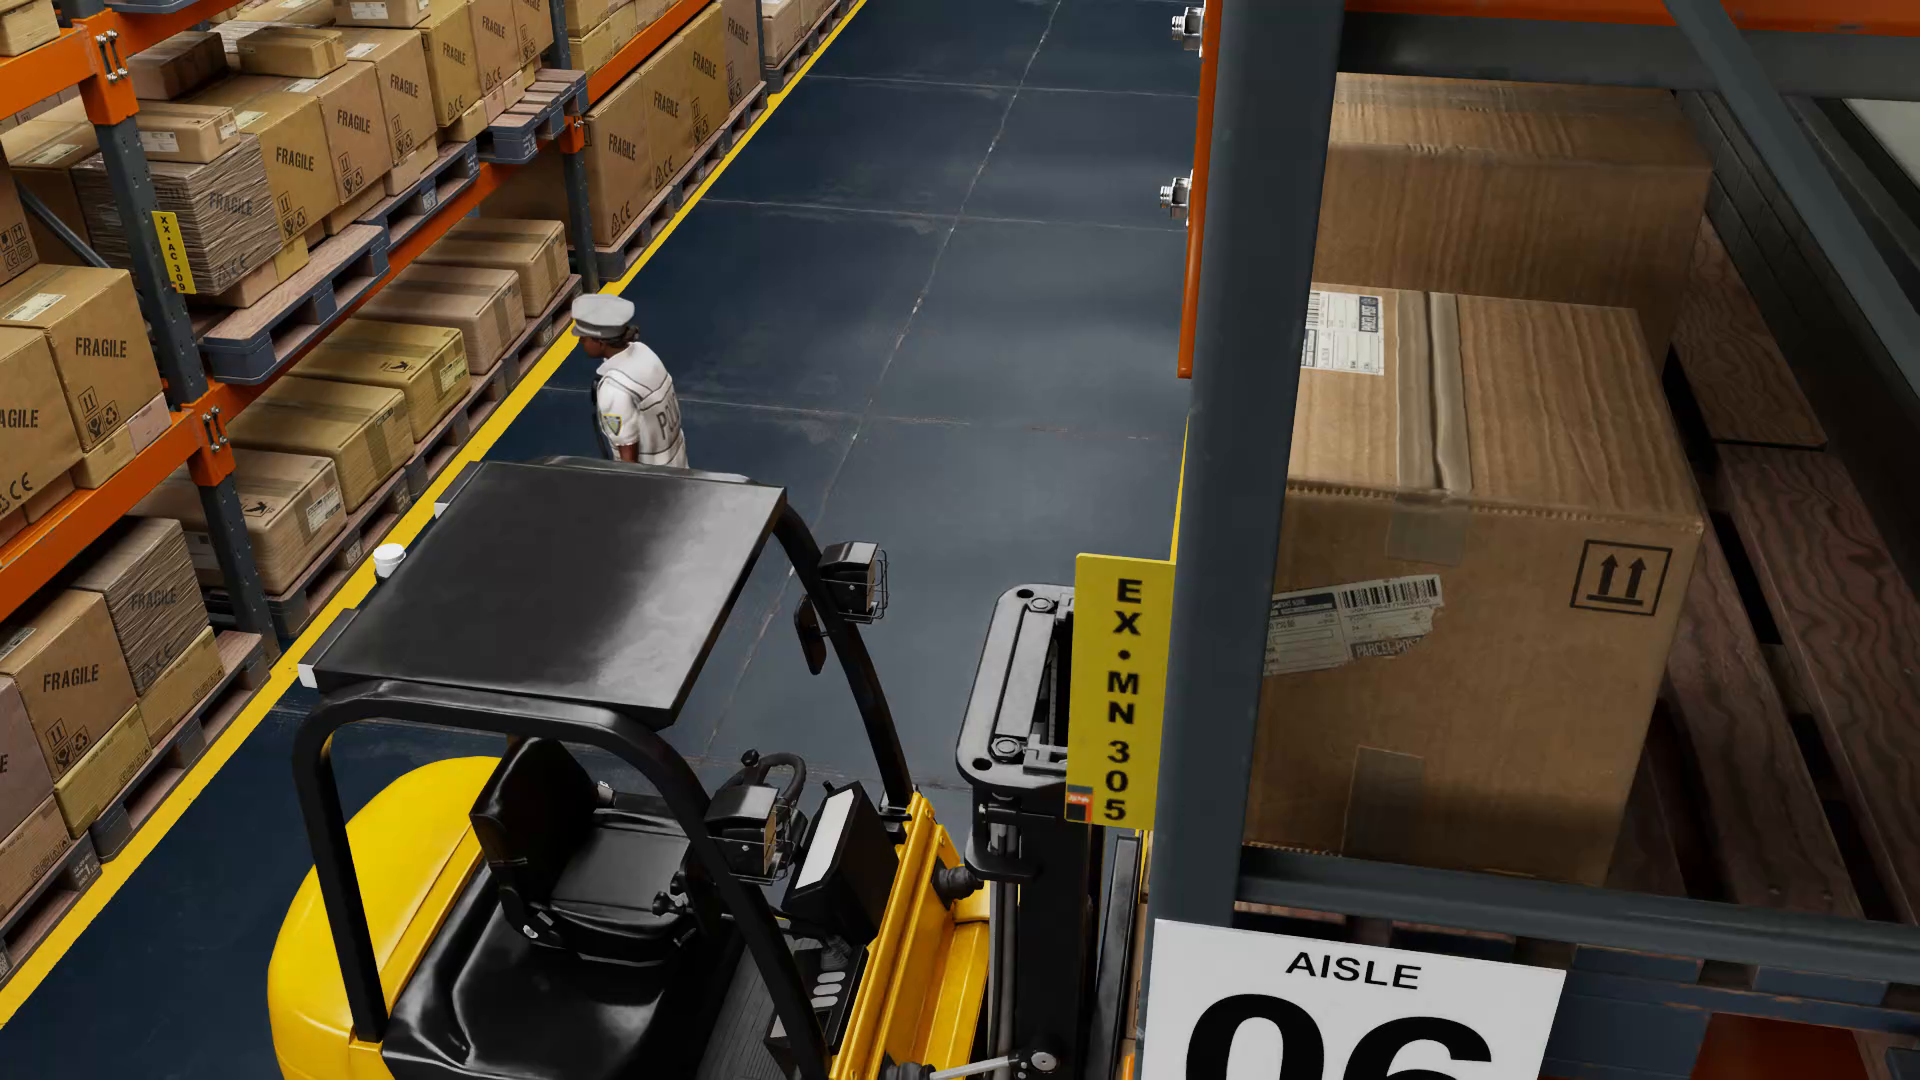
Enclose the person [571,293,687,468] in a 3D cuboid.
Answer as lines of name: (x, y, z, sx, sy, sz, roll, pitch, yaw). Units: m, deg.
person: (-1.355, -0.257, 7.038, 0.393, 1.662, 0.527, 4, 33, 6)
